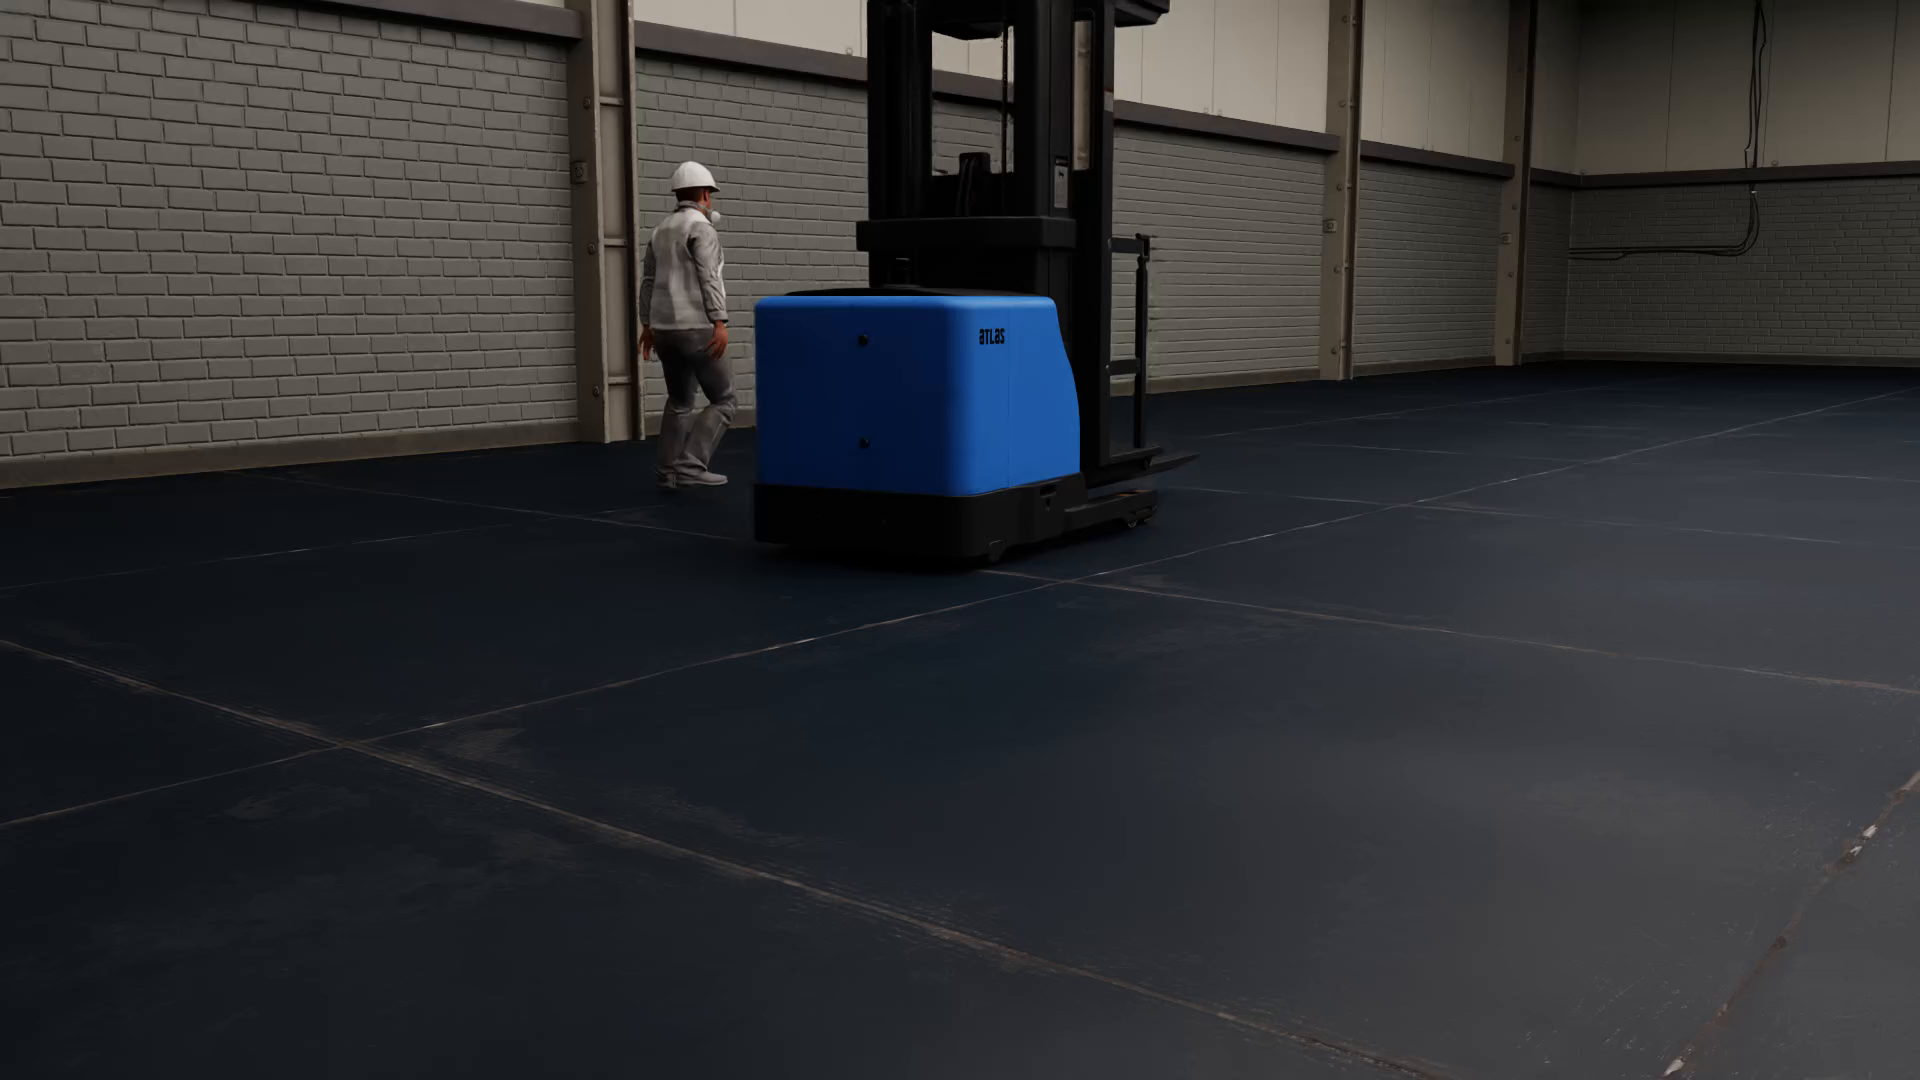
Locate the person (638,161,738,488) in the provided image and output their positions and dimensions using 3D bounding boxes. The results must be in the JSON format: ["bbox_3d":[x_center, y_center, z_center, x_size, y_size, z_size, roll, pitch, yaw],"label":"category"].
[{"bbox_3d":[-1.430,-1.124,8.825,0.435,1.736,0.844,-8,11,-43],"label":"person"}]

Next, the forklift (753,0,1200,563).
[{"bbox_3d":[0.293,-1.533,7.757,1.130,2.935,3.031,5,9,28],"label":"forklift"}]
